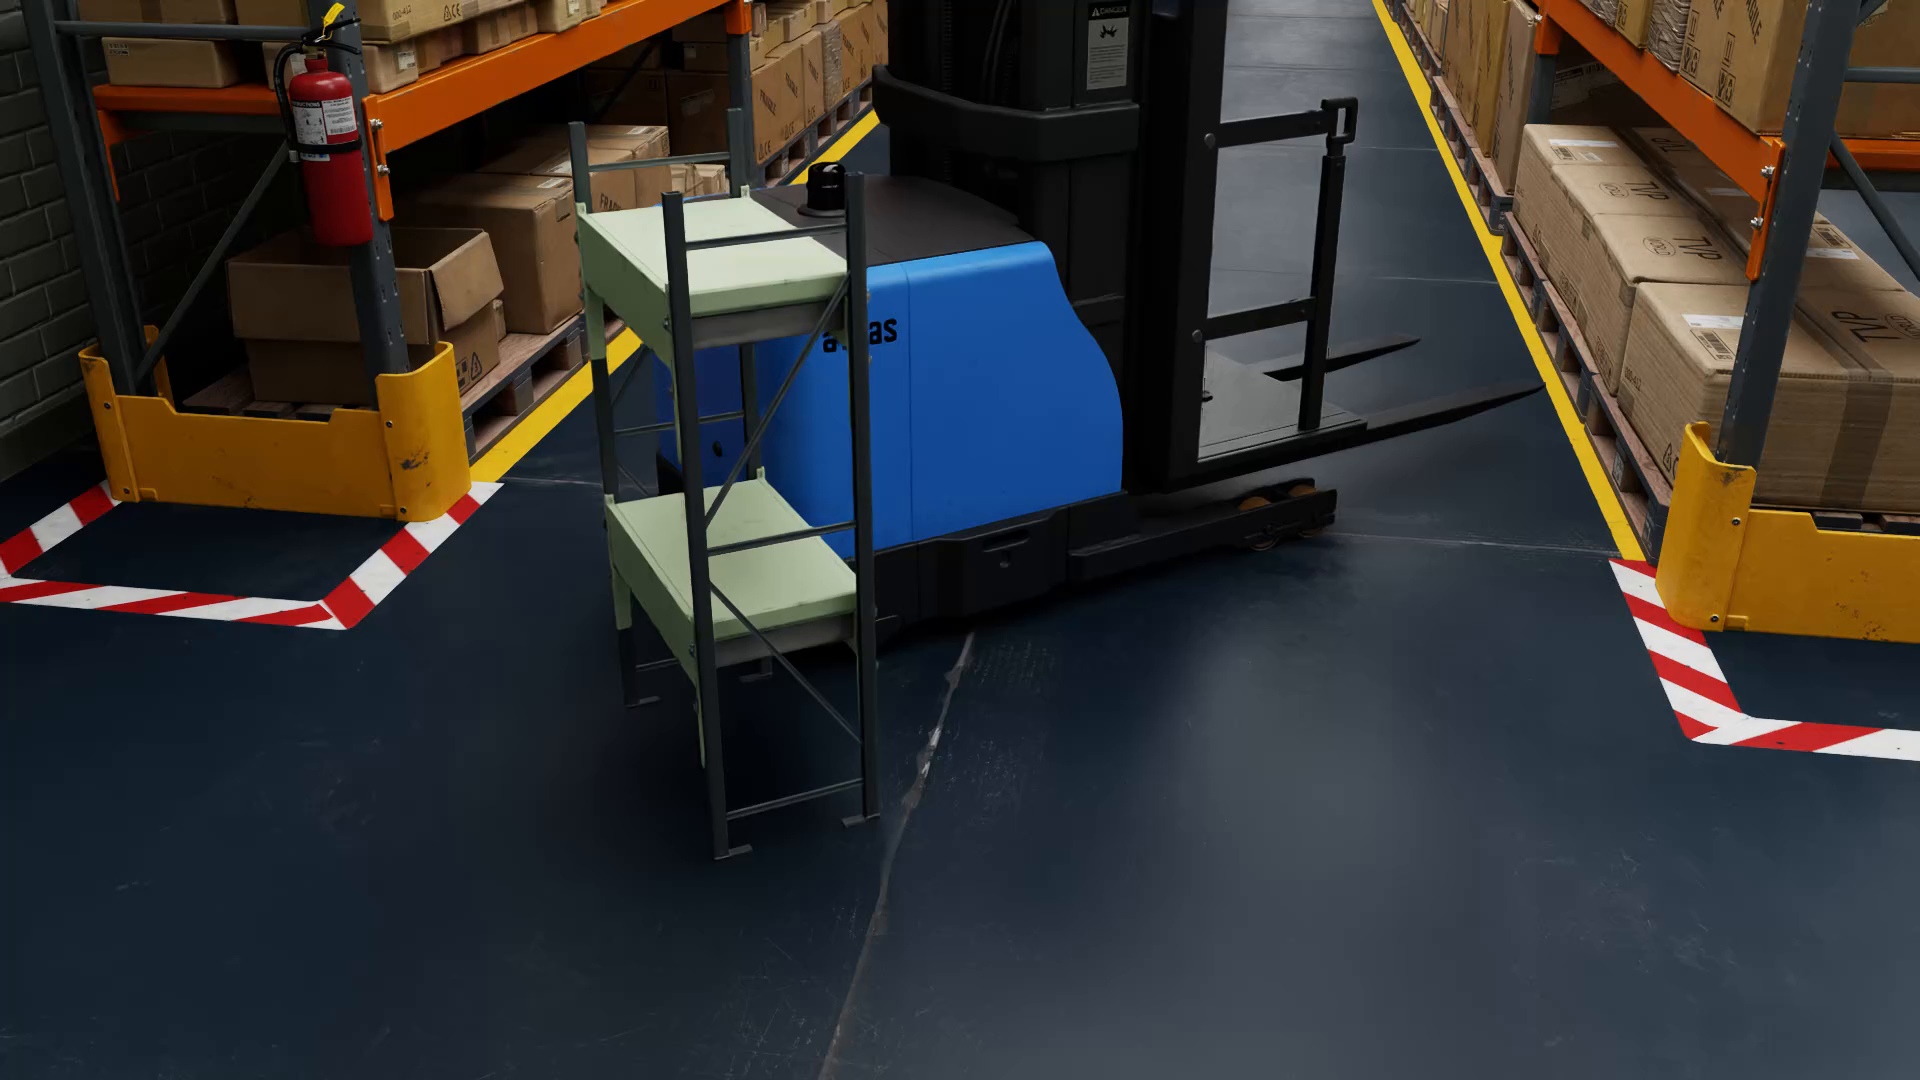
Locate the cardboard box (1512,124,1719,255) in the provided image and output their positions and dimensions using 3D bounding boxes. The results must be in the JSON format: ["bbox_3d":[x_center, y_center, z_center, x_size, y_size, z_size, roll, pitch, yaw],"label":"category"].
[{"bbox_3d":[3.083,-1.597,7.650,0.875,0.438,0.875,4,25,8],"label":"cardboard box"}]

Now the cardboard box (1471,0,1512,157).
[{"bbox_3d":[3.454,-2.693,9.477,0.875,0.875,0.875,5,26,10],"label":"cardboard box"}]

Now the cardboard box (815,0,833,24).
[{"bbox_3d":[-1.027,-3.413,10.690,0.380,0.149,0.250,3,25,6],"label":"cardboard box"}]

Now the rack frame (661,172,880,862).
[{"bbox_3d":[-0.371,-0.001,3.482,0.400,1.500,0.023,-11,27,-23],"label":"rack frame"}]

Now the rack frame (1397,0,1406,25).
[{"bbox_3d":[4.599,-6.168,14.889,1.000,3.000,0.127,4,25,9],"label":"rack frame"}]

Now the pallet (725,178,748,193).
[{"bbox_3d":[-1.719,-1.614,8.450,1.003,0.211,1.213,4,25,9],"label":"pallet"}]

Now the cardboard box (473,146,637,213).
[{"bbox_3d":[-1.703,-1.368,7.087,0.500,0.500,0.500,4,25,9],"label":"cardboard box"}]

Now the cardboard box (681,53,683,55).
[{"bbox_3d":[-1.728,-2.655,9.838,0.500,0.500,0.500,3,25,6],"label":"cardboard box"}]

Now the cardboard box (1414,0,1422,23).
[{"bbox_3d":[4.402,-4.648,14.245,0.950,0.372,0.625,6,26,12],"label":"cardboard box"}]

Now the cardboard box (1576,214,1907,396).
[{"bbox_3d":[2.789,-0.845,6.045,0.875,0.438,0.875,5,25,10],"label":"cardboard box"}]

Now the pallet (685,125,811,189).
[{"bbox_3d":[-1.510,-2.244,9.796,1.003,0.211,1.213,4,25,9],"label":"pallet"}]

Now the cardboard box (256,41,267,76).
[{"bbox_3d":[-2.368,-1.637,5.505,0.380,0.149,0.250,5,26,10],"label":"cardboard box"}]

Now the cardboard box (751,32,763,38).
[{"bbox_3d":[-1.316,-2.769,9.316,0.380,0.149,0.250,3,25,7],"label":"cardboard box"}]

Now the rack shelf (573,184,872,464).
[{"bbox_3d":[-0.530,-0.494,3.616,0.431,0.370,0.720,-11,27,-23],"label":"rack shelf"}]

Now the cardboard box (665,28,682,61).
[{"bbox_3d":[-1.792,-2.801,9.383,0.380,0.149,0.250,4,25,9],"label":"cardboard box"}]

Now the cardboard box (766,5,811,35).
[{"bbox_3d":[-1.133,-3.198,10.233,0.380,0.149,0.250,5,26,10],"label":"cardboard box"}]

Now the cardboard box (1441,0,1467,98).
[{"bbox_3d":[3.751,-3.440,11.072,0.875,0.875,0.875,4,25,8],"label":"cardboard box"}]

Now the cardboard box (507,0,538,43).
[{"bbox_3d":[-1.791,-1.931,6.134,0.380,0.149,0.250,4,25,9],"label":"cardboard box"}]

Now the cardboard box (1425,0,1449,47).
[{"bbox_3d":[4.160,-4.040,12.947,0.950,0.372,0.625,4,25,8],"label":"cardboard box"}]

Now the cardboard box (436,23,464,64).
[{"bbox_3d":[-1.931,-1.718,5.679,0.380,0.149,0.250,4,25,8],"label":"cardboard box"}]

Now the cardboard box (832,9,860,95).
[{"bbox_3d":[-0.984,-3.276,11.164,0.500,0.500,0.500,5,26,11],"label":"cardboard box"}]

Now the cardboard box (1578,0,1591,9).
[{"bbox_3d":[2.870,-2.479,6.890,0.500,0.500,0.500,4,25,9],"label":"cardboard box"}]

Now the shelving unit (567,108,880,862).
[{"bbox_3d":[-0.530,-0.140,3.781,0.431,1.500,0.755,-11,27,-23],"label":"shelving unit"}]

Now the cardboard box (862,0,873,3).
[{"bbox_3d":[-0.797,-3.849,11.623,0.380,0.149,0.250,3,25,6],"label":"cardboard box"}]

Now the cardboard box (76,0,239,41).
[{"bbox_3d":[-2.446,-1.769,5.317,0.500,0.250,0.500,5,26,10],"label":"cardboard box"}]

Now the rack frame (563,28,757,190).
[{"bbox_3d":[-1.606,-3.165,8.472,1.000,3.000,0.127,4,25,9],"label":"rack frame"}]

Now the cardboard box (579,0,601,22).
[{"bbox_3d":[-1.653,-2.143,6.587,0.380,0.149,0.250,5,25,10],"label":"cardboard box"}]

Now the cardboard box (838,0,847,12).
[{"bbox_3d":[-0.971,-3.635,11.165,0.380,0.149,0.250,5,26,10],"label":"cardboard box"}]

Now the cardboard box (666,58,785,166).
[{"bbox_3d":[-1.305,-2.409,9.312,0.500,0.500,0.500,5,26,11],"label":"cardboard box"}]

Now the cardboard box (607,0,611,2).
[{"bbox_3d":[-1.685,-2.362,7.055,0.380,0.149,0.250,4,25,9],"label":"cardboard box"}]

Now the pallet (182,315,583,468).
[{"bbox_3d":[-2.118,-0.594,6.270,1.003,0.211,1.213,4,25,9],"label":"pallet"}]

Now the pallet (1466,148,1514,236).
[{"bbox_3d":[3.344,-1.887,9.033,1.003,0.211,1.213,4,25,9],"label":"pallet"}]

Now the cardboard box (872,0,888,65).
[{"bbox_3d":[-0.809,-3.704,12.078,0.500,0.500,0.500,5,26,10],"label":"cardboard box"}]

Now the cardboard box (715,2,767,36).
[{"bbox_3d":[-1.290,-2.895,9.233,0.380,0.149,0.250,3,25,6],"label":"cardboard box"}]

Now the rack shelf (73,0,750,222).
[{"bbox_3d":[-1.933,-2.002,6.838,1.077,0.370,4.000,4,25,9],"label":"rack shelf"}]

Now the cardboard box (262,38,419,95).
[{"bbox_3d":[-1.935,-1.496,5.205,0.380,0.149,0.250,4,25,8],"label":"cardboard box"}]

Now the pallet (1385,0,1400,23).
[{"bbox_3d":[4.674,-5.189,16.086,1.003,0.211,1.213,4,25,9],"label":"pallet"}]

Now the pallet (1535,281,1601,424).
[{"bbox_3d":[2.893,-0.735,6.571,1.003,0.211,1.213,4,25,9],"label":"pallet"}]

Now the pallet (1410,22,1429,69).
[{"bbox_3d":[4.276,-4.068,13.691,1.003,0.211,1.213,4,25,9],"label":"pallet"}]

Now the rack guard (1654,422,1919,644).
[{"bbox_3d":[2.634,-0.007,4.676,1.175,0.500,0.348,4,25,9],"label":"rack guard"}]

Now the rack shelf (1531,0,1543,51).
[{"bbox_3d":[3.619,-3.333,9.681,1.077,0.370,4.000,4,25,9],"label":"rack shelf"}]

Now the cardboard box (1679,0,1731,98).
[{"bbox_3d":[2.553,-1.624,5.062,0.500,0.500,0.500,3,25,7],"label":"cardboard box"}]

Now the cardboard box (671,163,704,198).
[{"bbox_3d":[-1.465,-1.714,8.103,0.396,0.266,0.258,5,26,10],"label":"cardboard box"}]

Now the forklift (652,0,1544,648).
[{"bbox_3d":[0.600,-1.471,4.935,3.031,2.935,1.130,-14,28,-27],"label":"forklift"}]

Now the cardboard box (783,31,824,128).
[{"bbox_3d":[-1.142,-2.841,10.235,0.500,0.500,0.500,3,25,7],"label":"cardboard box"}]

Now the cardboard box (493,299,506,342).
[{"bbox_3d":[-1.958,-0.815,6.320,0.380,0.149,0.250,3,25,6],"label":"cardboard box"}]

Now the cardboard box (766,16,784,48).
[{"bbox_3d":[-1.254,-2.993,9.794,0.380,0.149,0.250,4,25,8],"label":"cardboard box"}]

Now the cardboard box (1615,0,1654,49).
[{"bbox_3d":[2.699,-2.056,5.987,0.500,0.500,0.500,5,26,10],"label":"cardboard box"}]

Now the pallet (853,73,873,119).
[{"bbox_3d":[-1.111,-3.265,11.976,1.003,0.211,1.213,4,25,9],"label":"pallet"}]

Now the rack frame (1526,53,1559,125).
[{"bbox_3d":[3.292,-2.822,7.741,1.000,3.000,0.127,4,25,9],"label":"rack frame"}]

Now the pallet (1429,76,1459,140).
[{"bbox_3d":[3.742,-2.908,11.213,1.003,0.211,1.213,4,25,9],"label":"pallet"}]

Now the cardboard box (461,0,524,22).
[{"bbox_3d":[-1.837,-1.940,5.683,0.500,0.250,0.500,4,25,9],"label":"cardboard box"}]
